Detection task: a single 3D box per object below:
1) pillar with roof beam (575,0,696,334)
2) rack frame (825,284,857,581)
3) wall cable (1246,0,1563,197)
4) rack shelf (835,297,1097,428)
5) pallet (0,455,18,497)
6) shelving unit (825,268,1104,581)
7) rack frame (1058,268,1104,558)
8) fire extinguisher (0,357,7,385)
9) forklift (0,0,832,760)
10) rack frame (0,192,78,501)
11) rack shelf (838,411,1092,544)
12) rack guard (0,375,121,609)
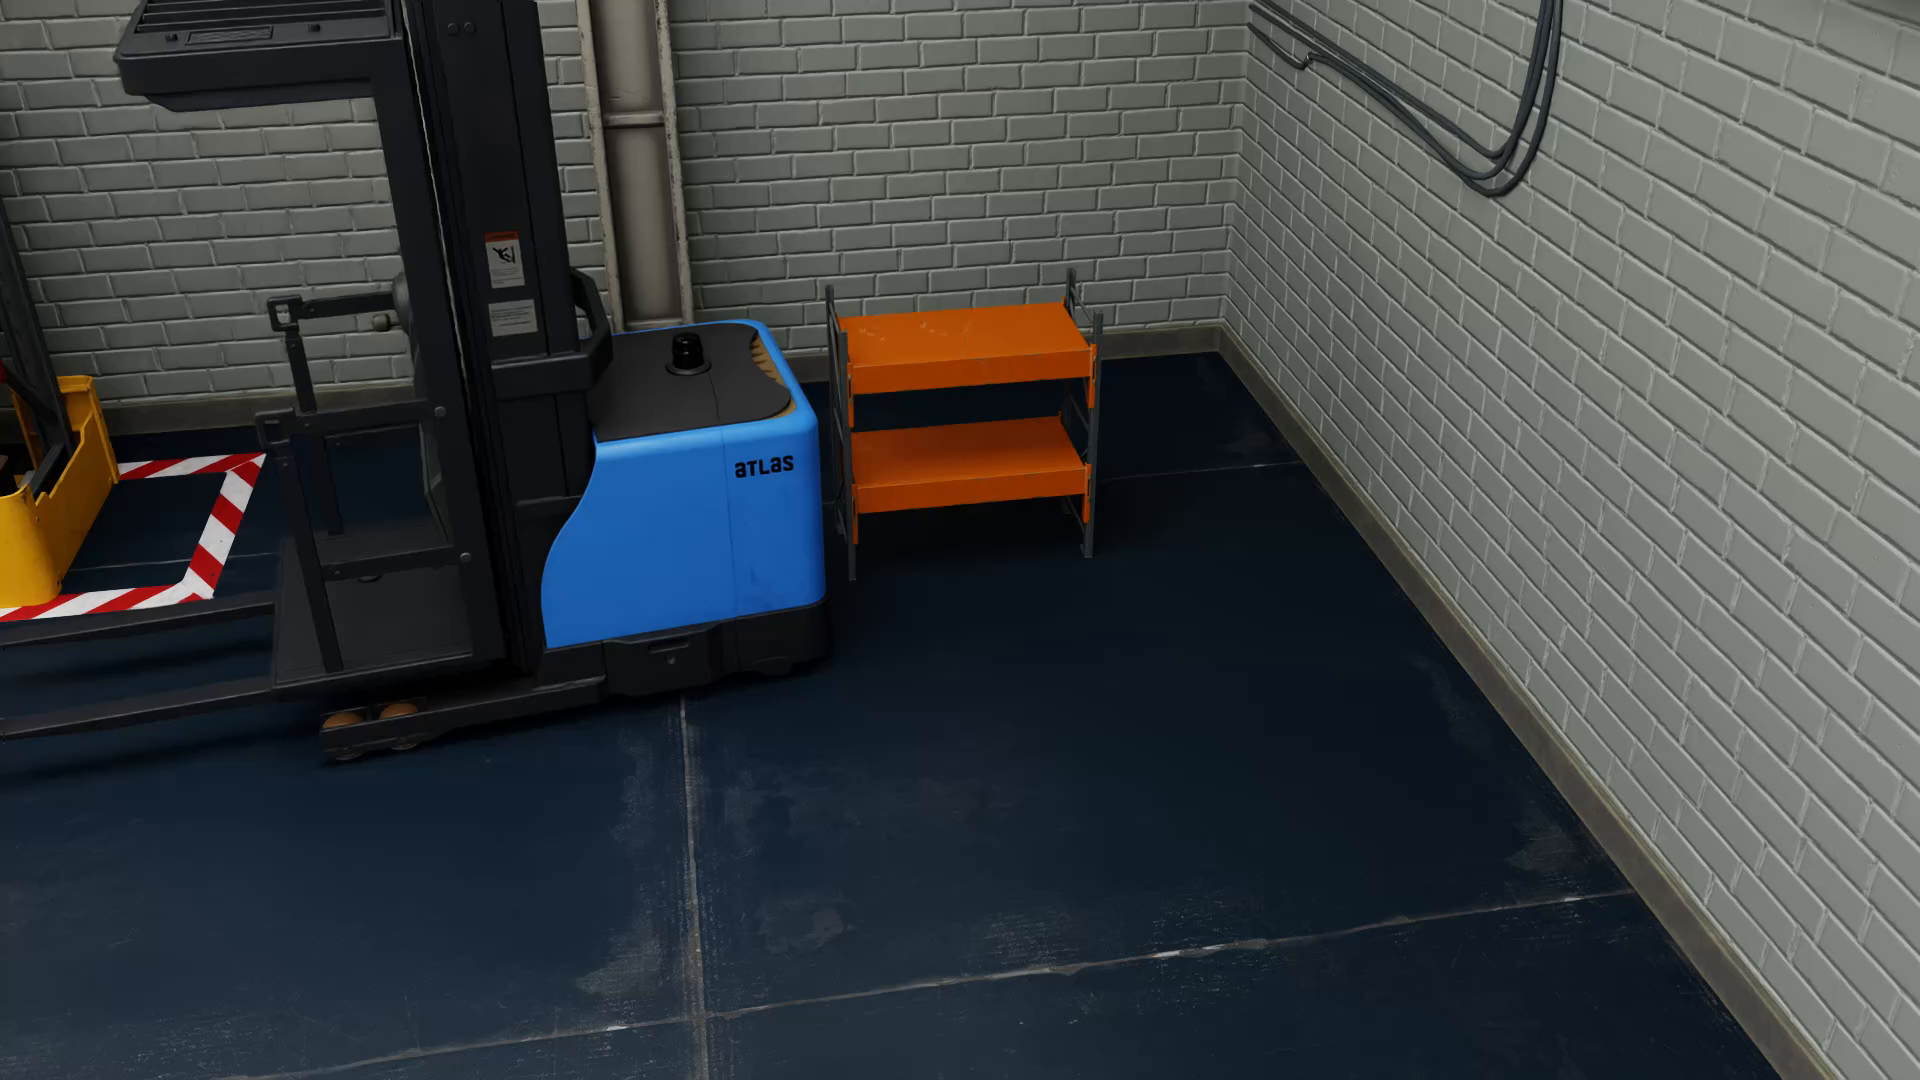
[{"bbox_3d":[-0.732,-2.423,2.493,0.400,9.000,9.100,-5,31,-9],"label":"pillar with roof beam"},{"bbox_3d":[-0.493,-0.439,6.887,0.032,1.125,0.500,-5,31,-9],"label":"rack frame"},{"bbox_3d":[1.620,-2.891,6.352,0.112,2.526,3.097,-5,31,-9],"label":"wall cable"},{"bbox_3d":[0.007,-0.738,6.818,1.000,0.278,0.538,-5,31,-9],"label":"rack shelf"},{"bbox_3d":[-4.780,0.009,7.027,1.213,0.211,1.003,-5,31,-9],"label":"pallet"},{"bbox_3d":[0.007,-0.486,6.966,1.048,1.125,0.538,-5,31,-9],"label":"shelving unit"},{"bbox_3d":[0.507,-0.532,7.045,0.032,1.125,0.500,-5,31,-9],"label":"rack frame"},{"bbox_3d":[-3.776,-0.895,6.257,0.183,0.674,0.296,-5,31,-9],"label":"fire extinguisher"},{"bbox_3d":[-2.068,-0.781,5.687,3.031,2.935,1.130,-9,32,-15],"label":"forklift"},{"bbox_3d":[-4.008,-1.305,6.511,0.127,3.000,1.000,-5,31,-9],"label":"rack frame"},{"bbox_3d":[0.007,-0.275,7.090,1.000,0.278,0.538,-5,31,-9],"label":"rack shelf"},{"bbox_3d":[-3.984,-0.230,7.148,0.348,0.500,1.175,-5,31,-9],"label":"rack guard"}]
